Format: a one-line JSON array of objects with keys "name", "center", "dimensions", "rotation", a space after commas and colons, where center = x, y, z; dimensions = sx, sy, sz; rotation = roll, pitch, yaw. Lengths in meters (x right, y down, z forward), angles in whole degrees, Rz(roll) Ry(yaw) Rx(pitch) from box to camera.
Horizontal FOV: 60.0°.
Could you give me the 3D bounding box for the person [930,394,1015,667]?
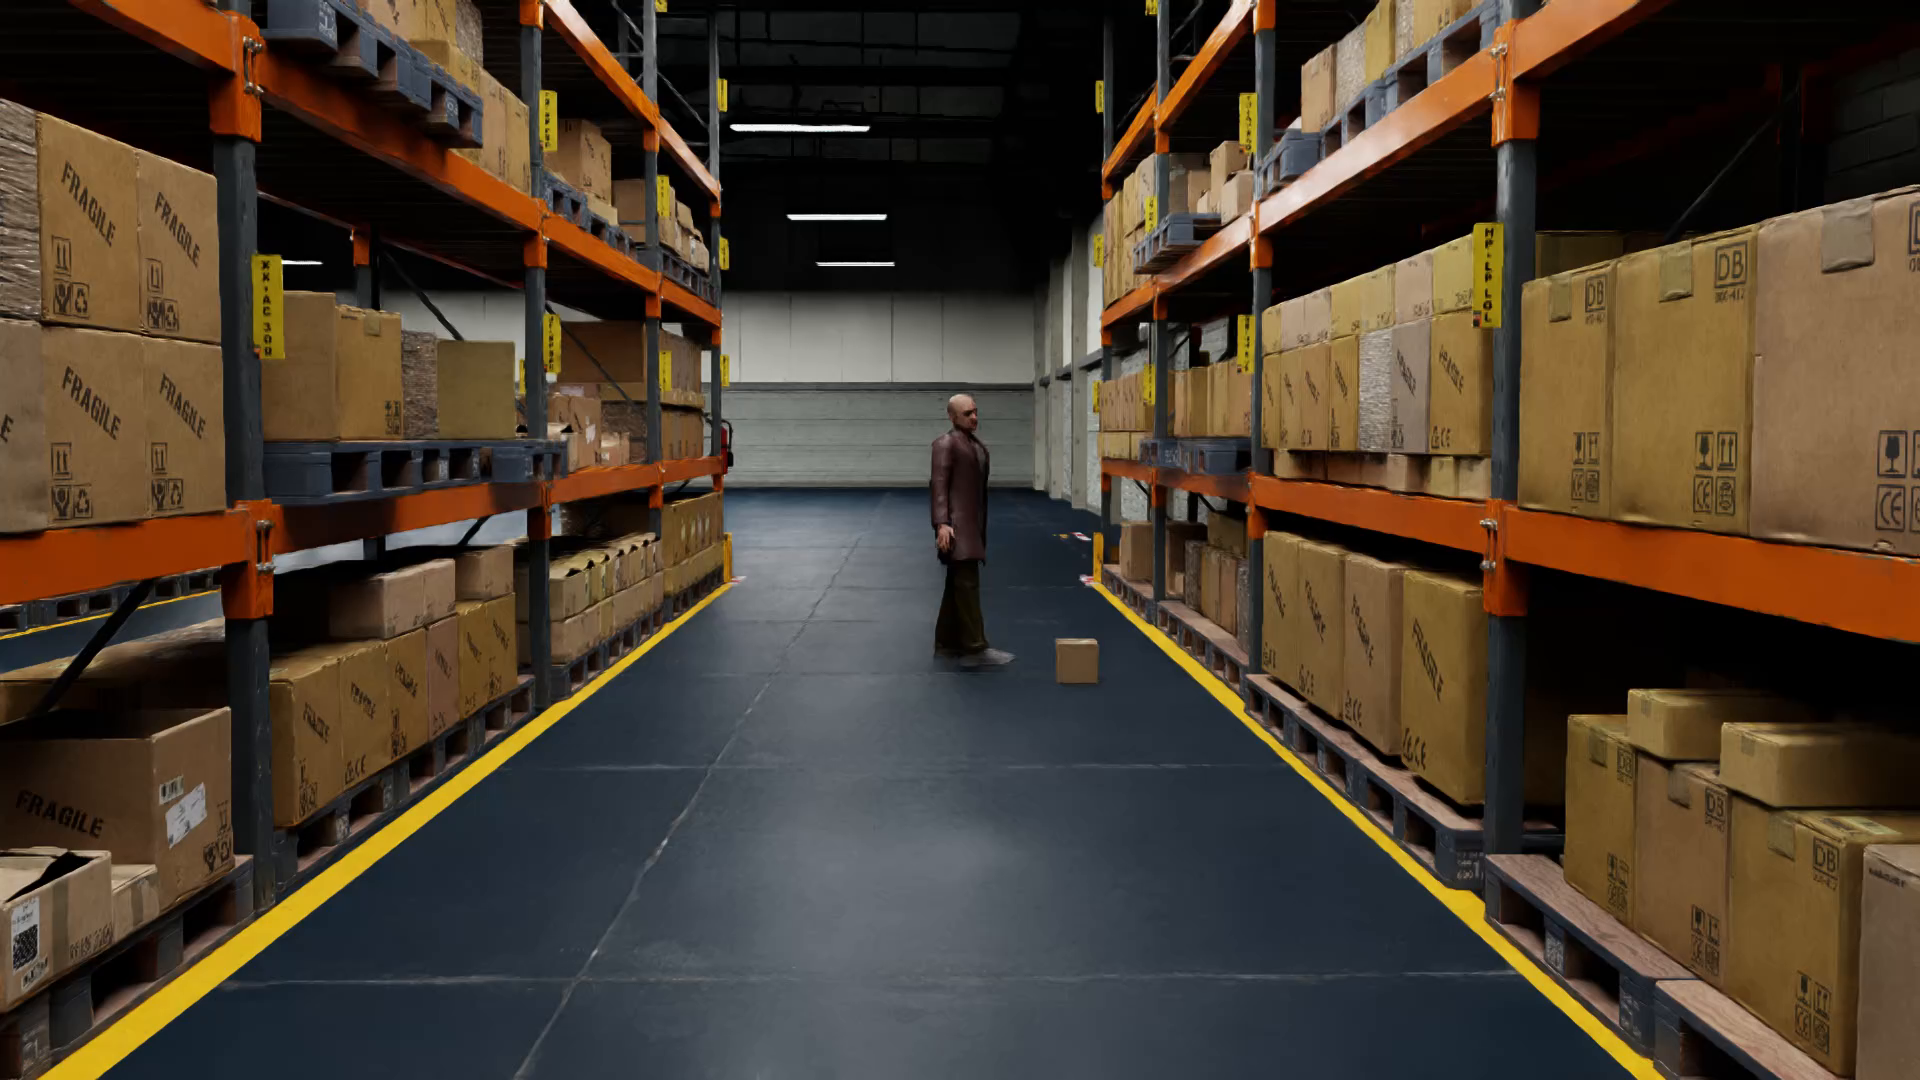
[{"name": "person", "center": [0.085, -0.069, 10.897], "dimensions": [0.670, 1.775, 0.767], "rotation": [1, 4, 22]}]
